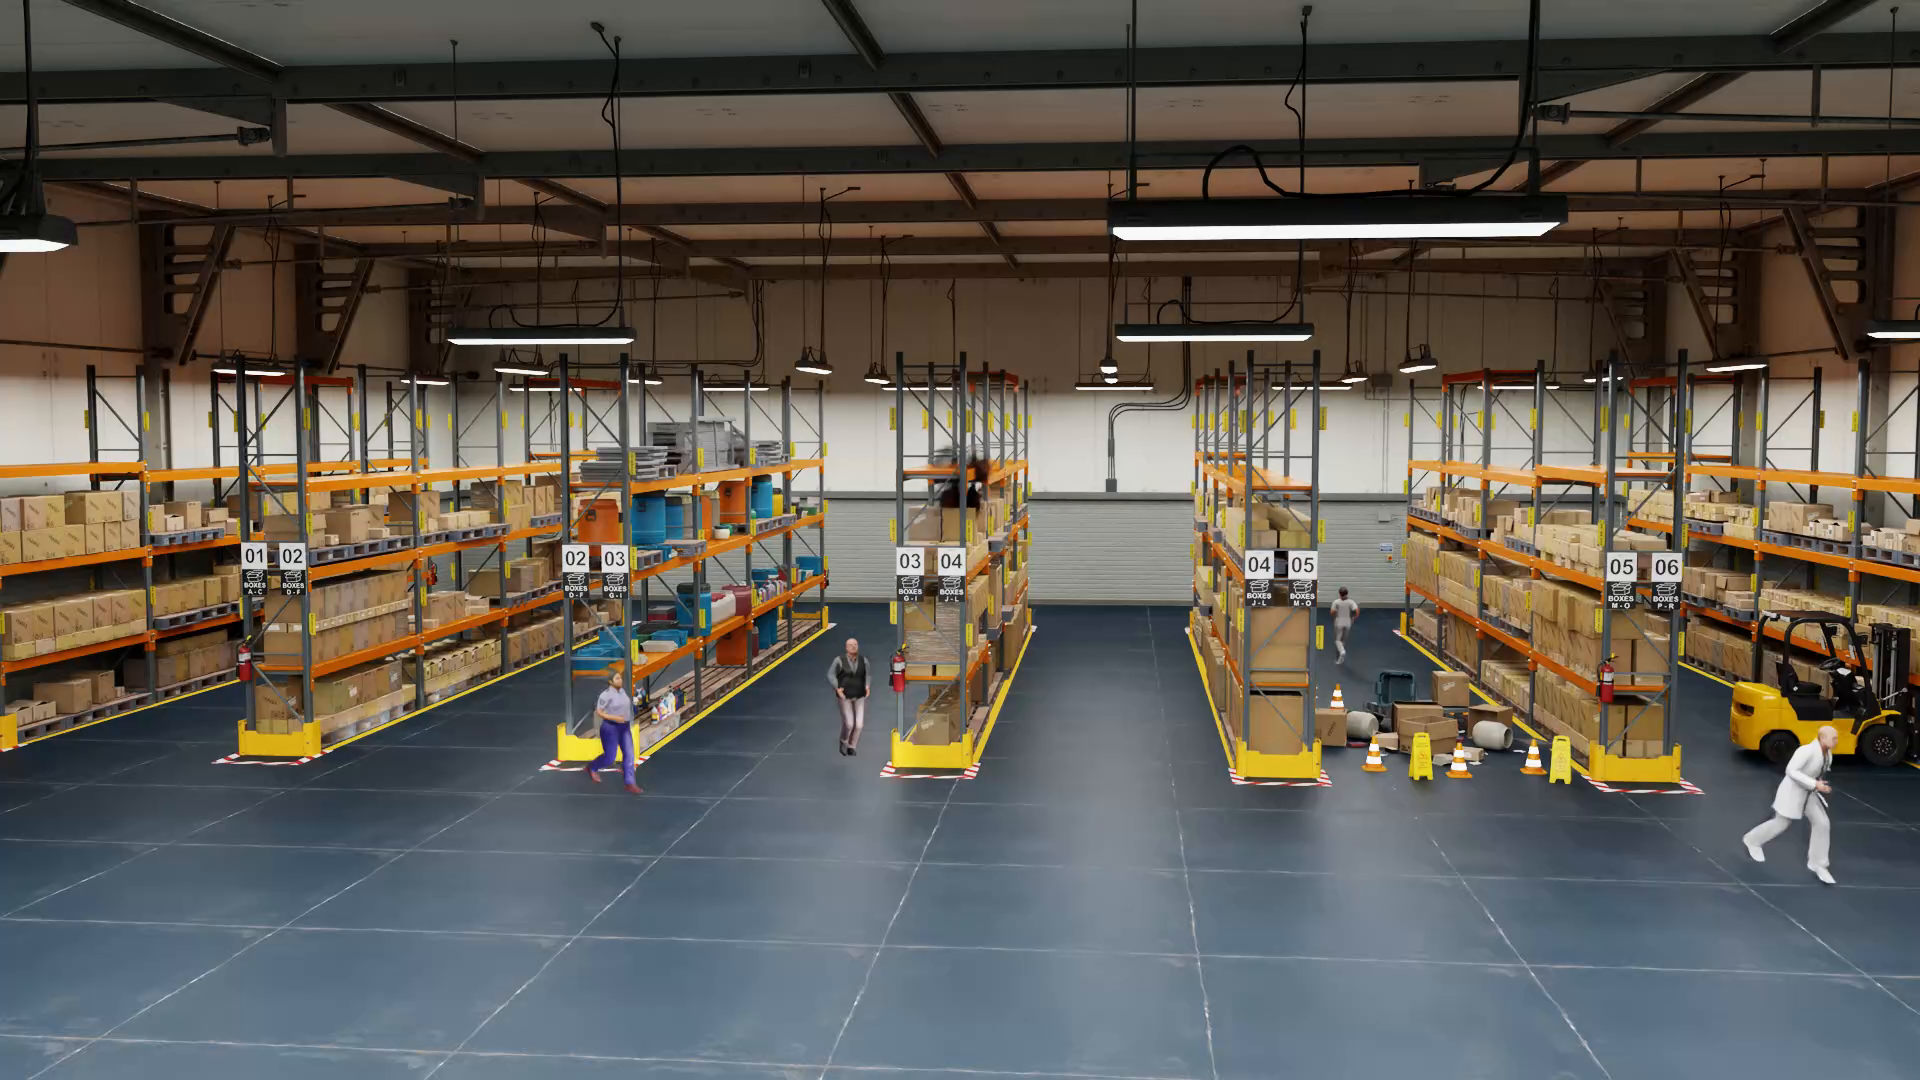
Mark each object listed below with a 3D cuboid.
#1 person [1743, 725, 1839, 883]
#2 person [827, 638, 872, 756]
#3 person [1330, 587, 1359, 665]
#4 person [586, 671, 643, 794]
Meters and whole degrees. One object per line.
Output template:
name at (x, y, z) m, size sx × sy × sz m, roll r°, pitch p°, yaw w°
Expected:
person at (9.243, 2.865, 18.482) m, size 0.754 × 1.742 × 1.083 m, roll -3°, pitch 5°, yaw -35°
person at (-1.526, 2.226, 23.462) m, size 0.638 × 1.681 × 0.525 m, roll -1°, pitch 4°, yaw -19°
person at (7.850, 1.766, 34.045) m, size 0.597 × 1.637 × 0.783 m, roll 0°, pitch 4°, yaw -5°
person at (-4.678, 2.593, 22.506) m, size 0.918 × 1.633 × 0.610 m, roll 3°, pitch 5°, yaw 33°
